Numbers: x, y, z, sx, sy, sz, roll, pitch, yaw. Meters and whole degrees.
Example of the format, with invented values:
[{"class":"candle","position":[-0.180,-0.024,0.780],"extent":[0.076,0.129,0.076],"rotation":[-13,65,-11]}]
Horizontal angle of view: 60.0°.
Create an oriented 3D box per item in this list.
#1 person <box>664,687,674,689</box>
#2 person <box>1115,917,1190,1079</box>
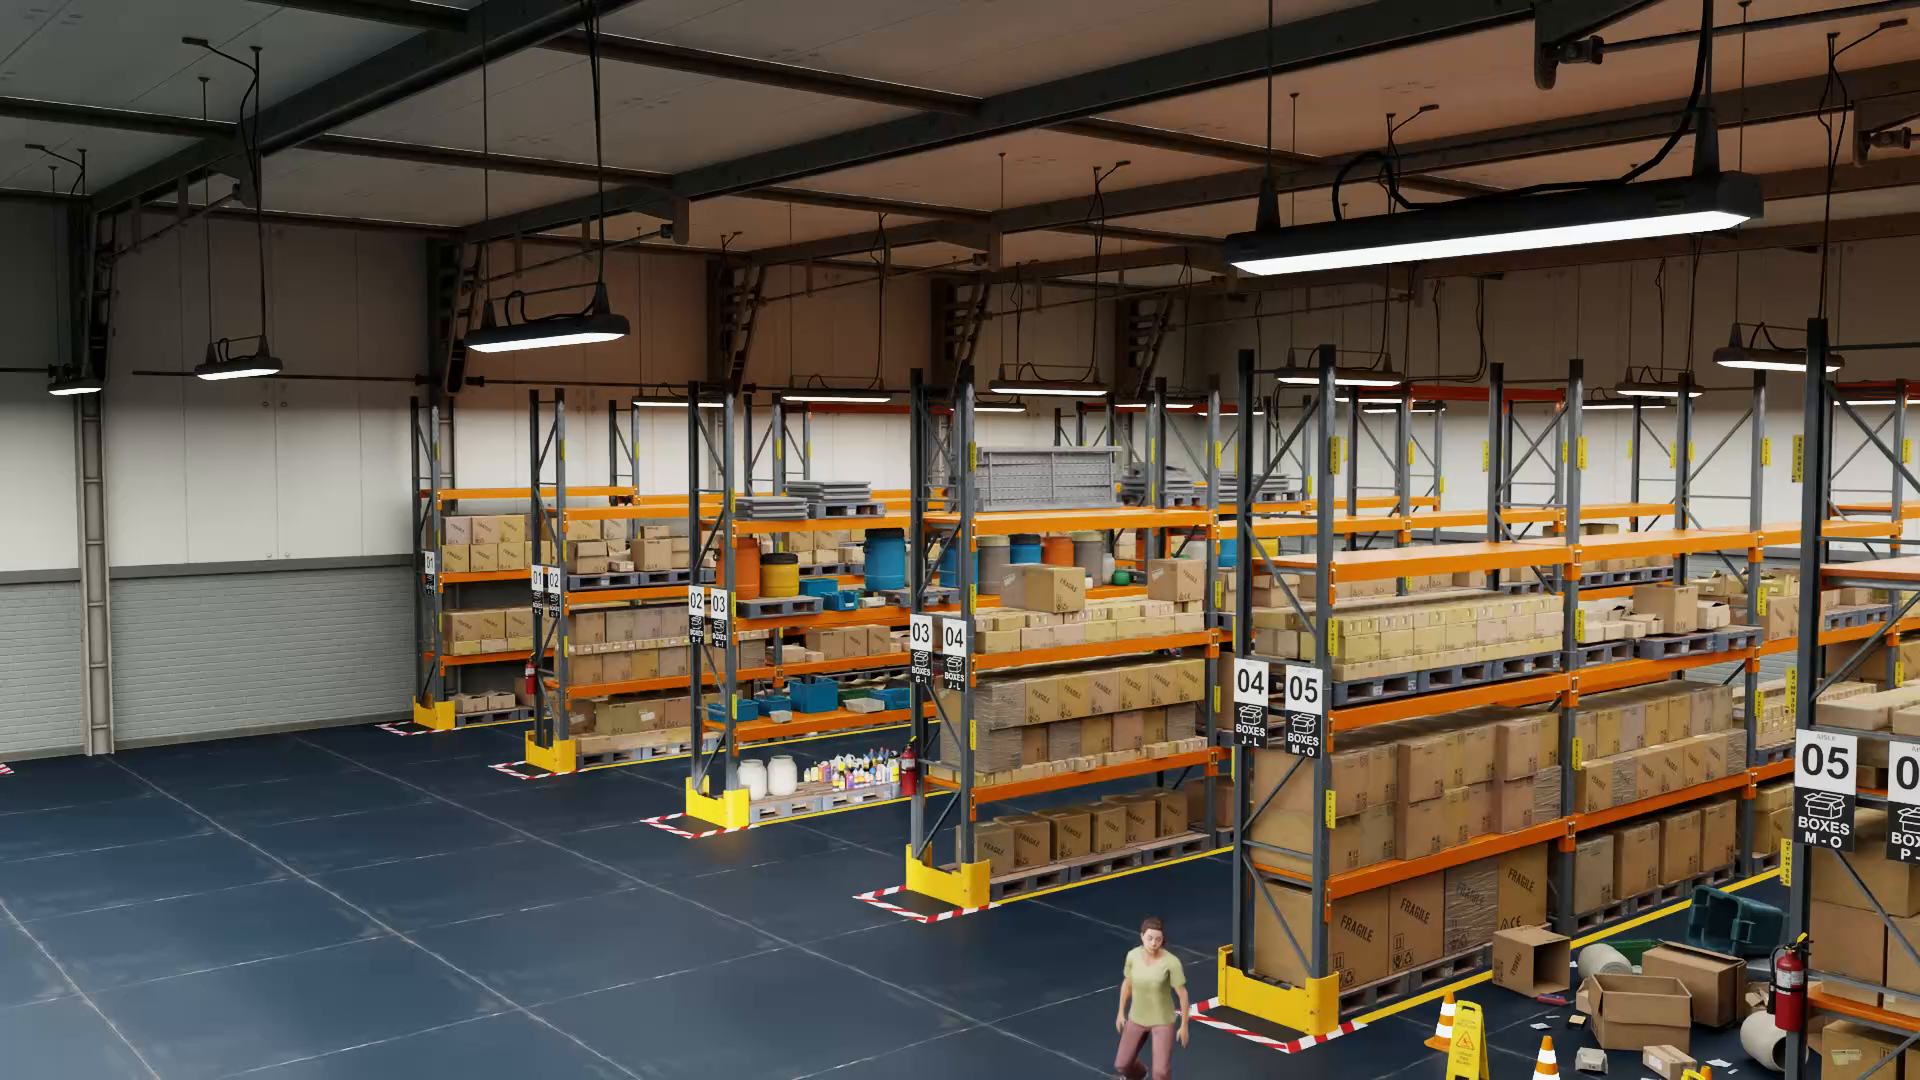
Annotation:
[{"class":"person","position":[-5.288,2.515,30.236],"extent":[0.723,1.733,0.980],"rotation":[2,4,32]},{"class":"person","position":[1.464,3.613,12.694],"extent":[0.710,1.597,0.639],"rotation":[1,4,23]}]
